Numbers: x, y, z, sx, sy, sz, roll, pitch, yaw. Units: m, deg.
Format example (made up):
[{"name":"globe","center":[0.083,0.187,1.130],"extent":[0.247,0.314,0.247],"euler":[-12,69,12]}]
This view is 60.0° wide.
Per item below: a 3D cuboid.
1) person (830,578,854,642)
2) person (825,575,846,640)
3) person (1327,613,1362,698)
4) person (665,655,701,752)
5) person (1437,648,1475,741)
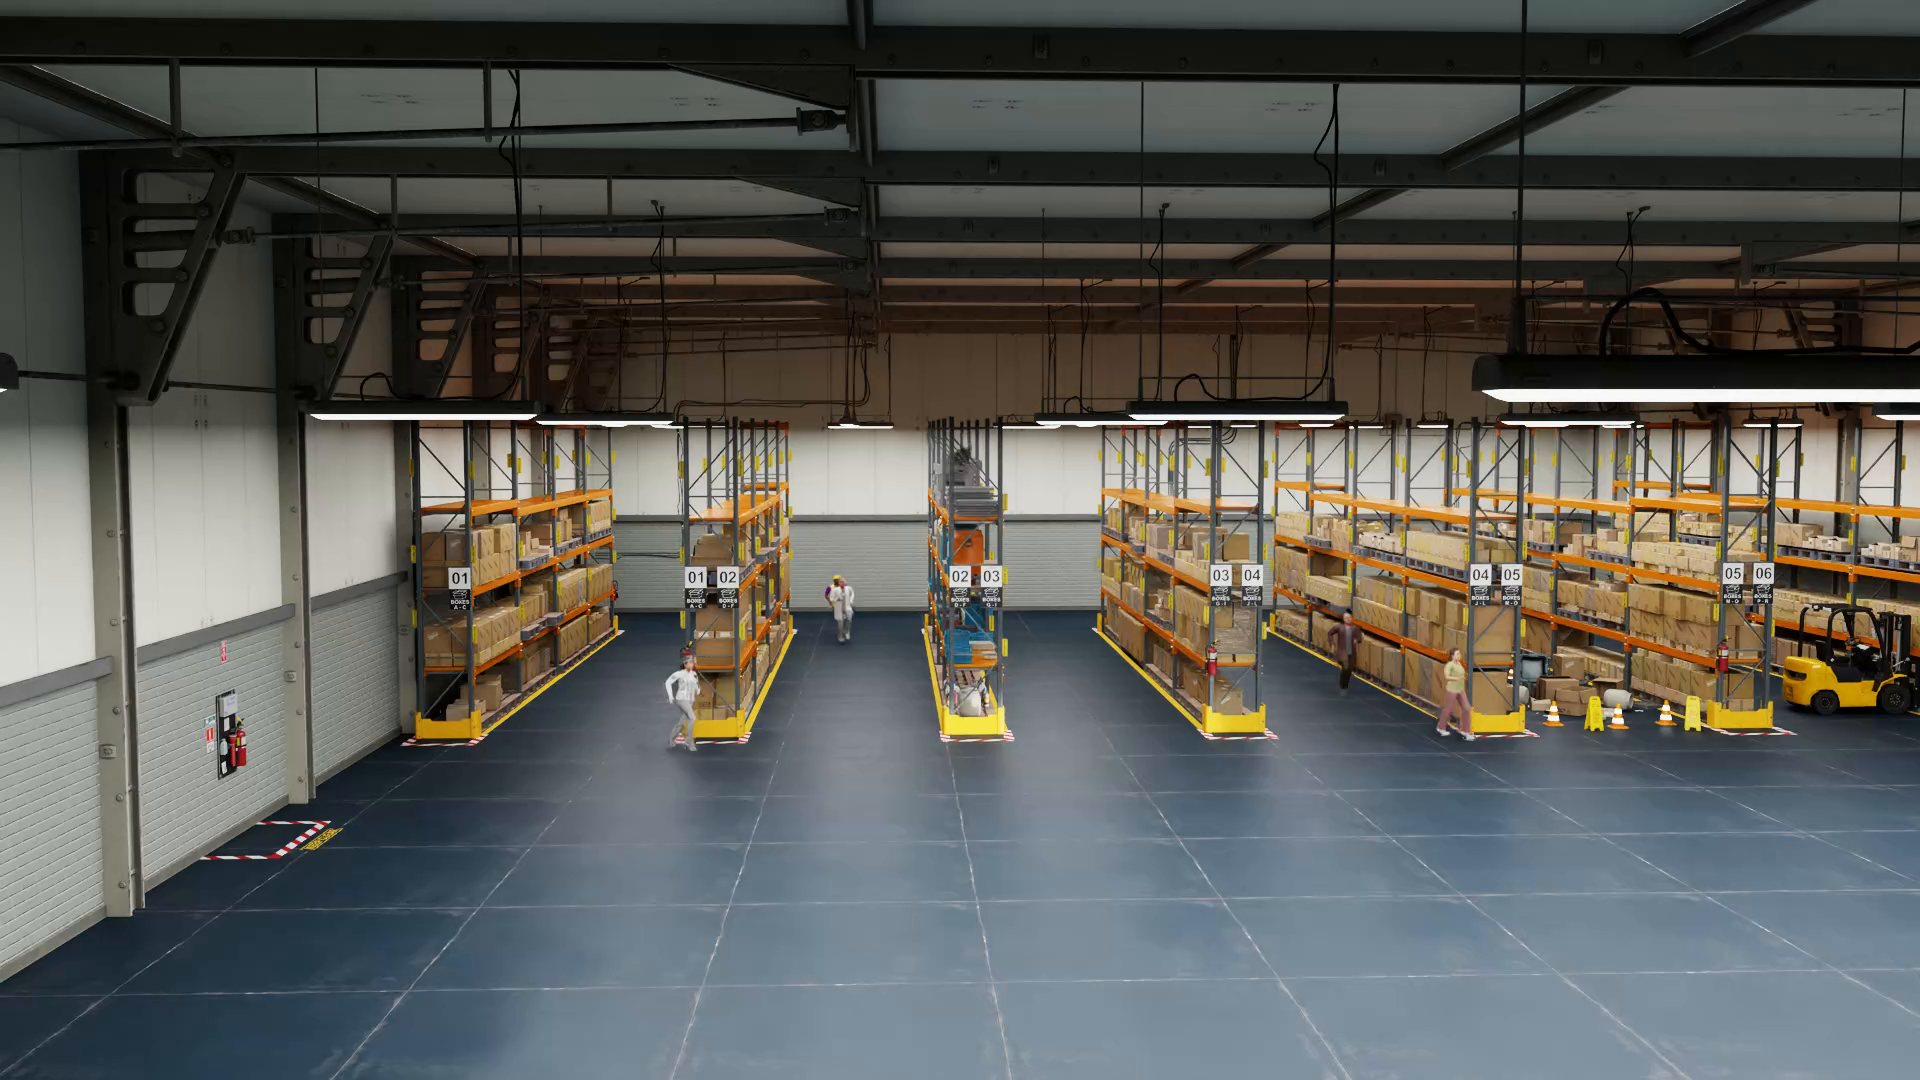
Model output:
[{"name":"person","center":[-3.160,1.878,44.653],"extent":[0.687,1.752,0.885],"euler":[-1,4,-10]},{"name":"person","center":[-3.375,1.848,46.051],"extent":[0.707,1.770,0.877],"euler":[-1,4,-10]},{"name":"person","center":[8.374,2.494,36.011],"extent":[0.659,1.836,0.794],"euler":[-1,4,-10]},{"name":"person","center":[-4.914,2.923,29.982],"extent":[0.749,1.687,0.598],"euler":[2,4,33]},{"name":"person","center":[9.207,2.855,30.956],"extent":[0.587,1.714,0.749],"euler":[-2,4,-34]}]
